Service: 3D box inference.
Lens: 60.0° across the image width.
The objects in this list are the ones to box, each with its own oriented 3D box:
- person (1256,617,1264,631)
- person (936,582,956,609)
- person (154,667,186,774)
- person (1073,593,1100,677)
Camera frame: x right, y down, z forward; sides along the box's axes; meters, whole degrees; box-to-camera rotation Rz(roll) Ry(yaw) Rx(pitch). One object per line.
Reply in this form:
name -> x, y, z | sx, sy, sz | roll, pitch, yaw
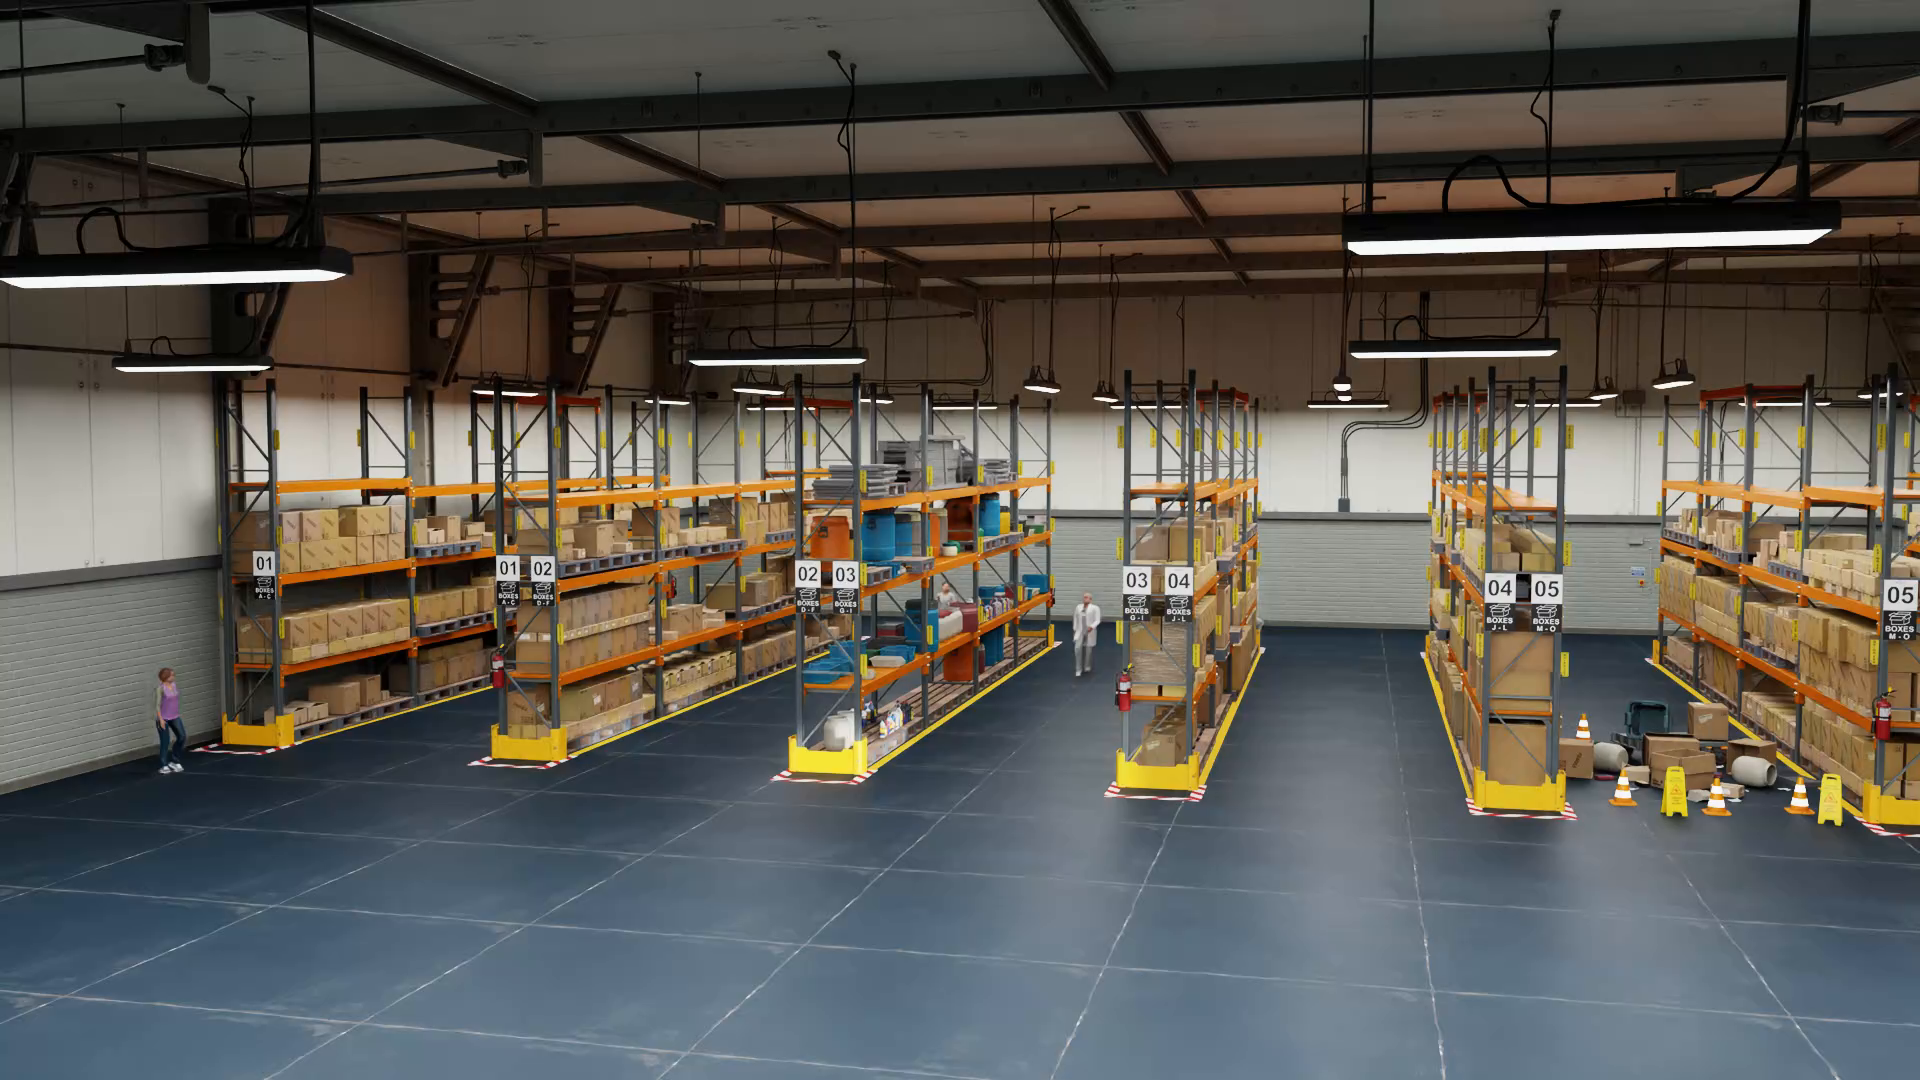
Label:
person -> 7.440, 1.534, 42.965 | 0.739, 1.760, 0.539 | 0, 3, -6
person -> -0.366, 1.827, 39.628 | 0.529, 1.672, 0.932 | 1, 4, 14
person -> -11.913, 2.721, 25.017 | 0.428, 1.613, 0.466 | 2, 4, 29
person -> 2.702, 2.039, 35.597 | 0.627, 1.813, 0.938 | 1, 4, 14
